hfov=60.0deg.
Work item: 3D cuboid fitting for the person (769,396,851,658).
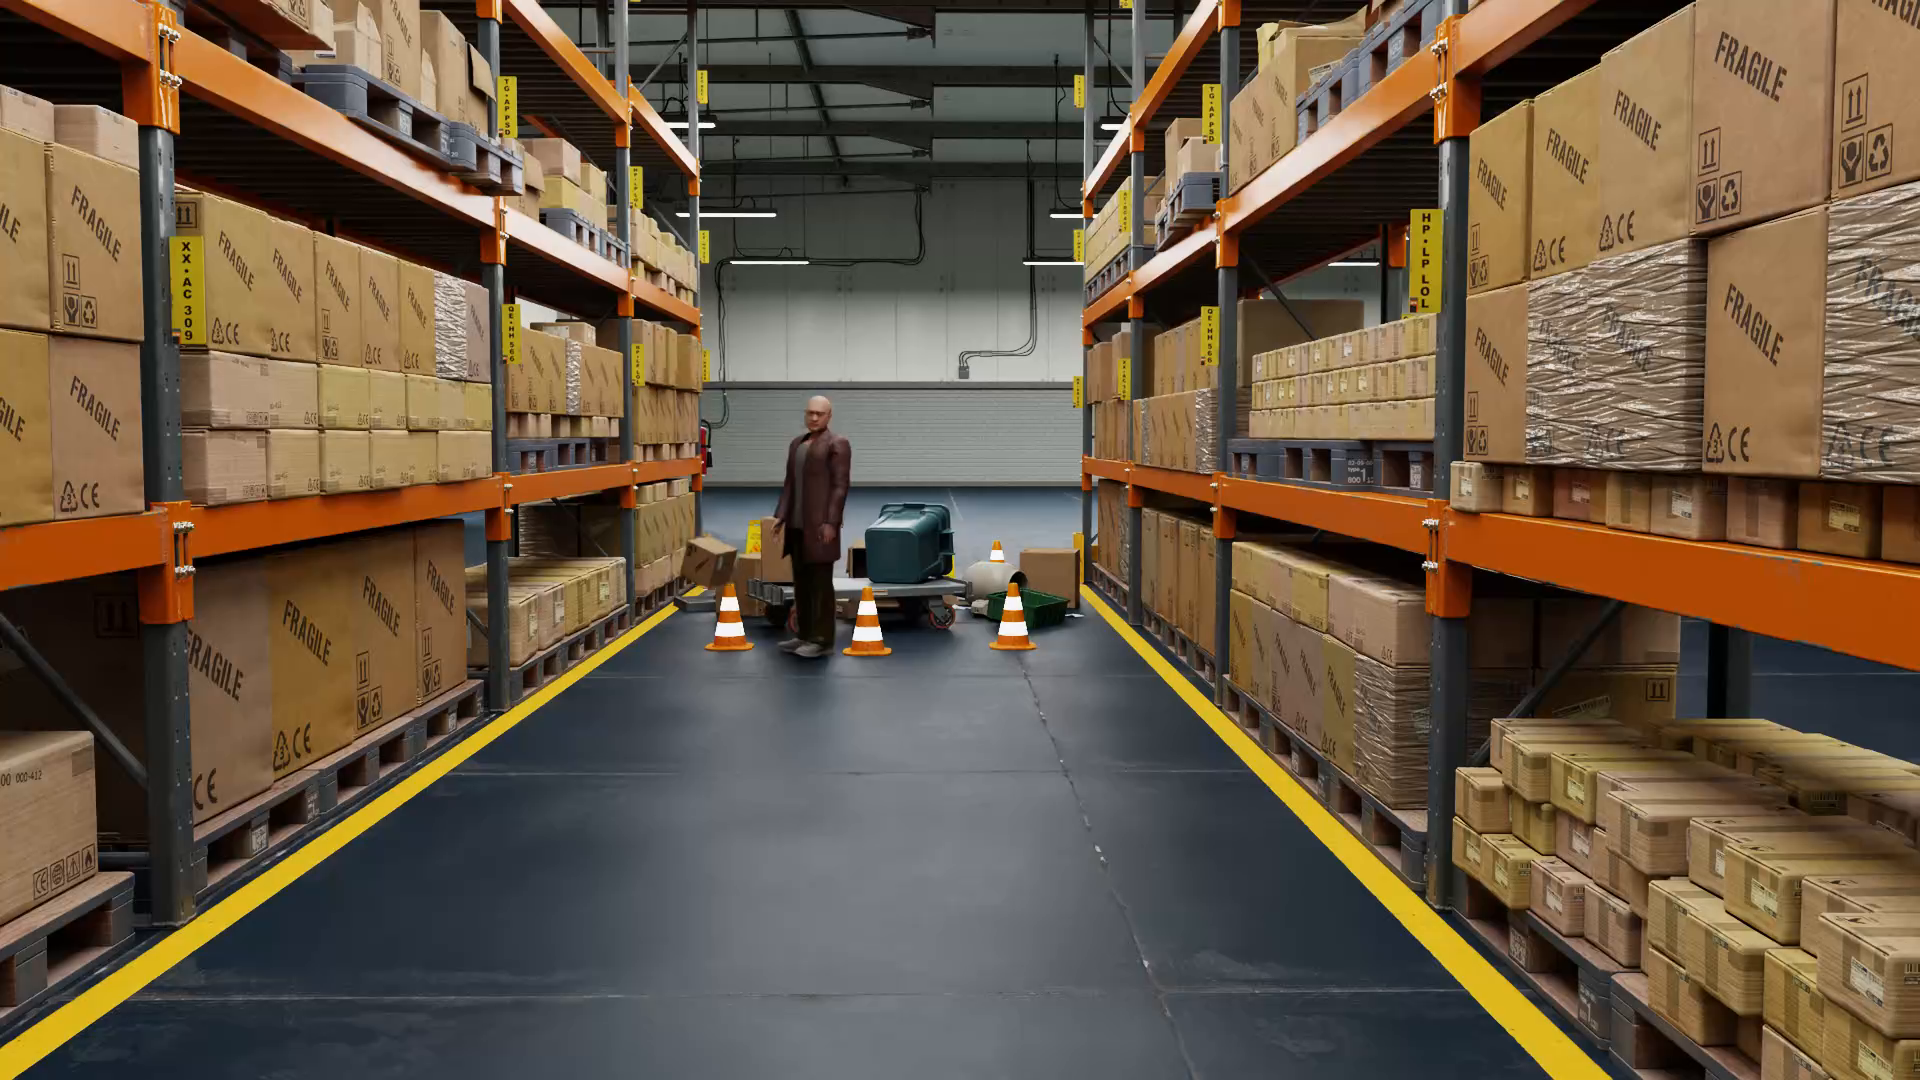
[{"bbox_3d":[-1.046,-0.093,11.372,0.403,1.783,0.684,-3,5,-43],"label":"person"}]
